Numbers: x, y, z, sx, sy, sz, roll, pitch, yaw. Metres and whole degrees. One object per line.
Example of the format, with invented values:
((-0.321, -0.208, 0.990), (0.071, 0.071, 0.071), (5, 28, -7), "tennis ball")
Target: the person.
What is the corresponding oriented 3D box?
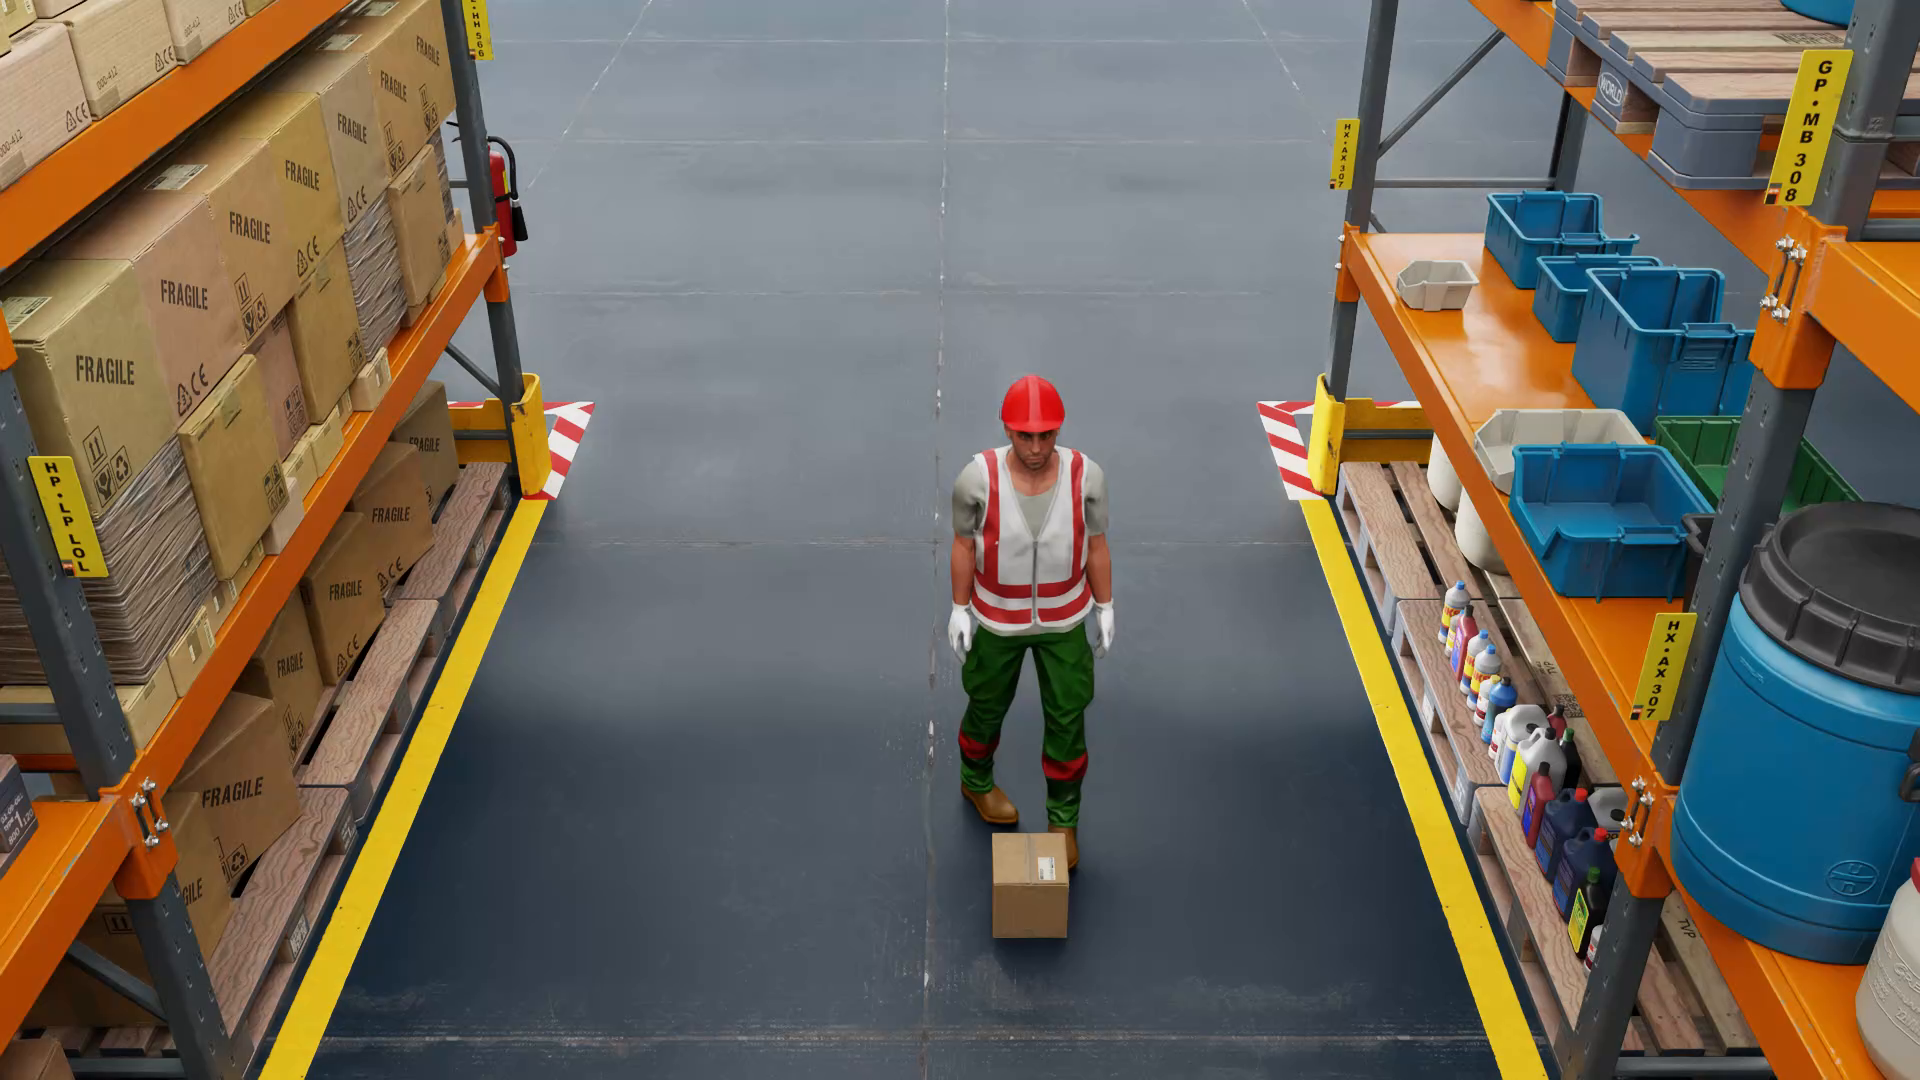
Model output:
((0.251, 0.296, 5.617), (0.575, 1.791, 0.554), (-2, 31, -4), "person")
